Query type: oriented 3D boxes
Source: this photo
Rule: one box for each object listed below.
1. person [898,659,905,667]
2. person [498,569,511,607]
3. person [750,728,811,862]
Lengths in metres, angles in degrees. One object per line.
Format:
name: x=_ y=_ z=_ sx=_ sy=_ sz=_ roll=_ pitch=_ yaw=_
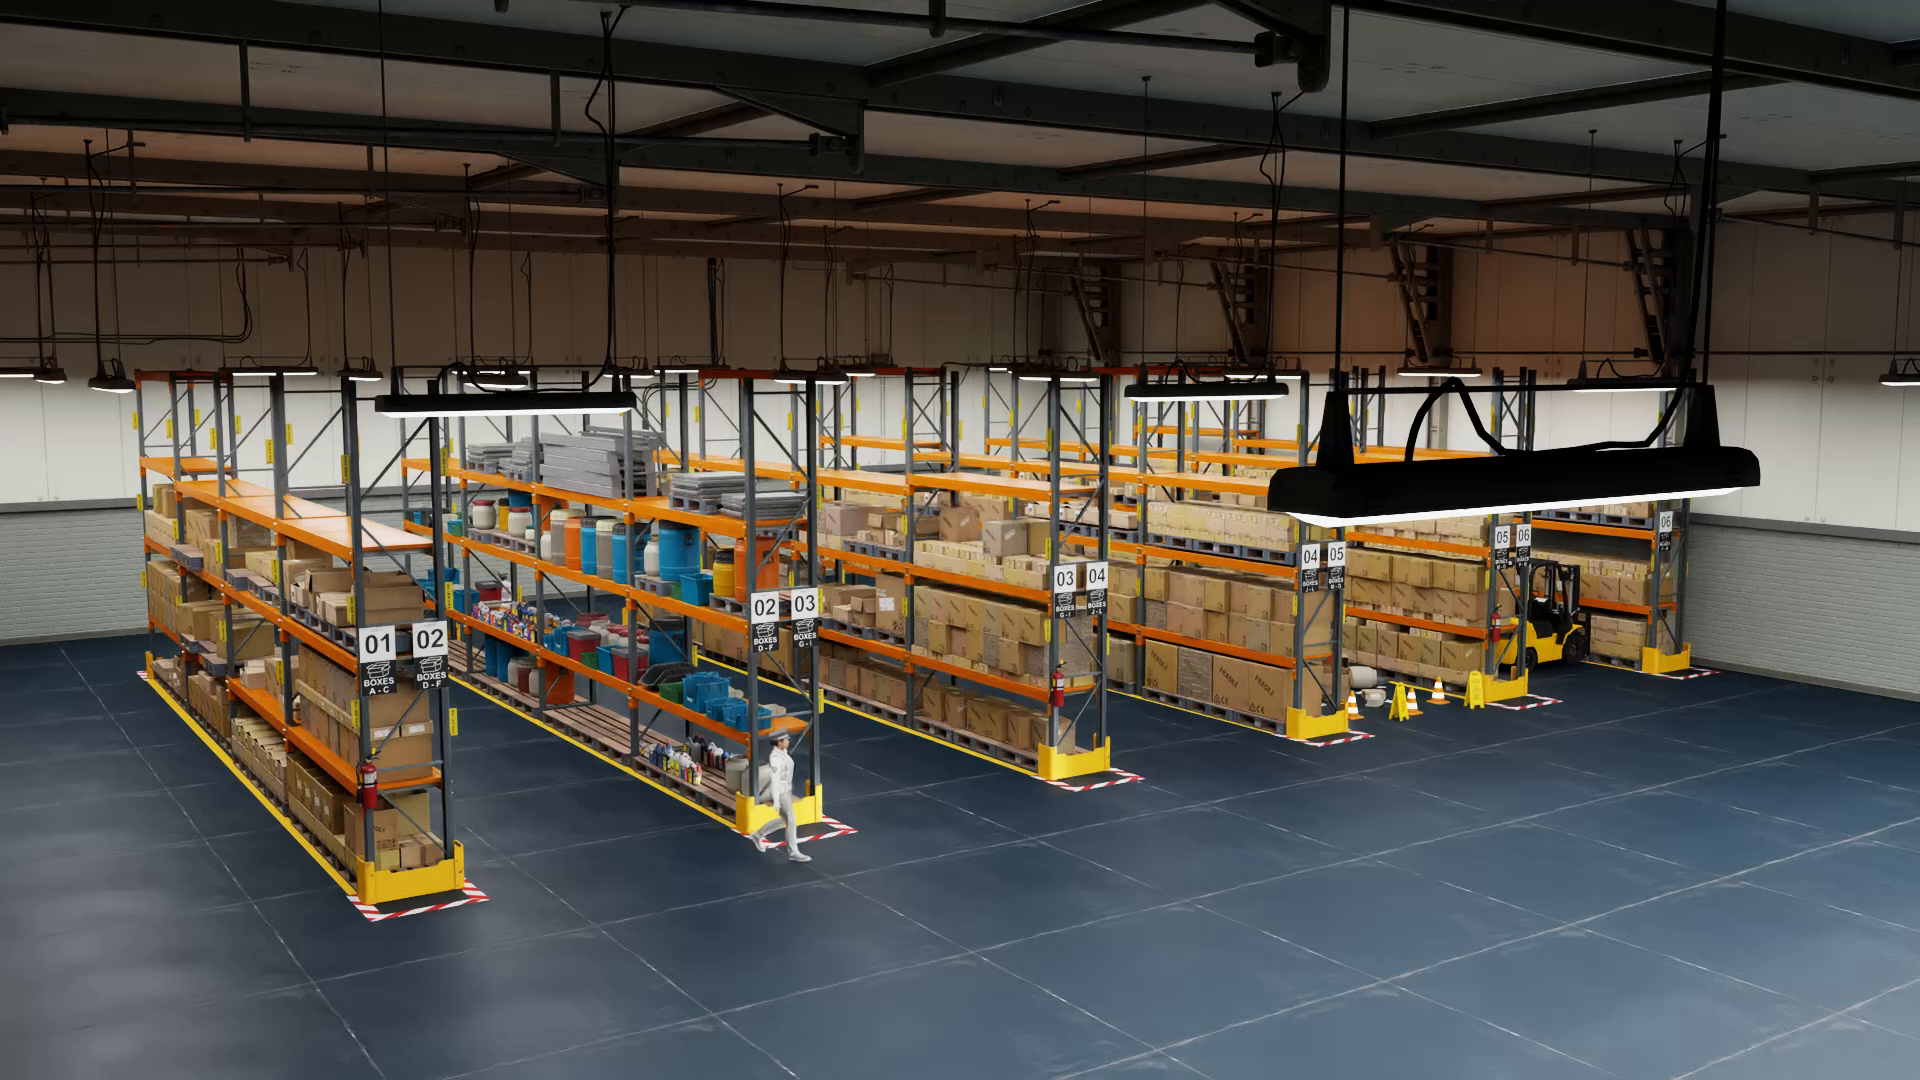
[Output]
person: x=-1.082 y=1.928 z=31.951 sx=0.492 sy=1.708 sz=0.393 roll=0 pitch=6 yaw=-2
person: x=-9.768 y=1.478 z=35.705 sx=0.515 sy=1.676 sz=0.480 roll=0 pitch=6 yaw=1
person: x=-2.246 y=3.156 z=20.761 sx=0.796 sy=1.656 sz=0.538 roll=1 pitch=6 yaw=5
